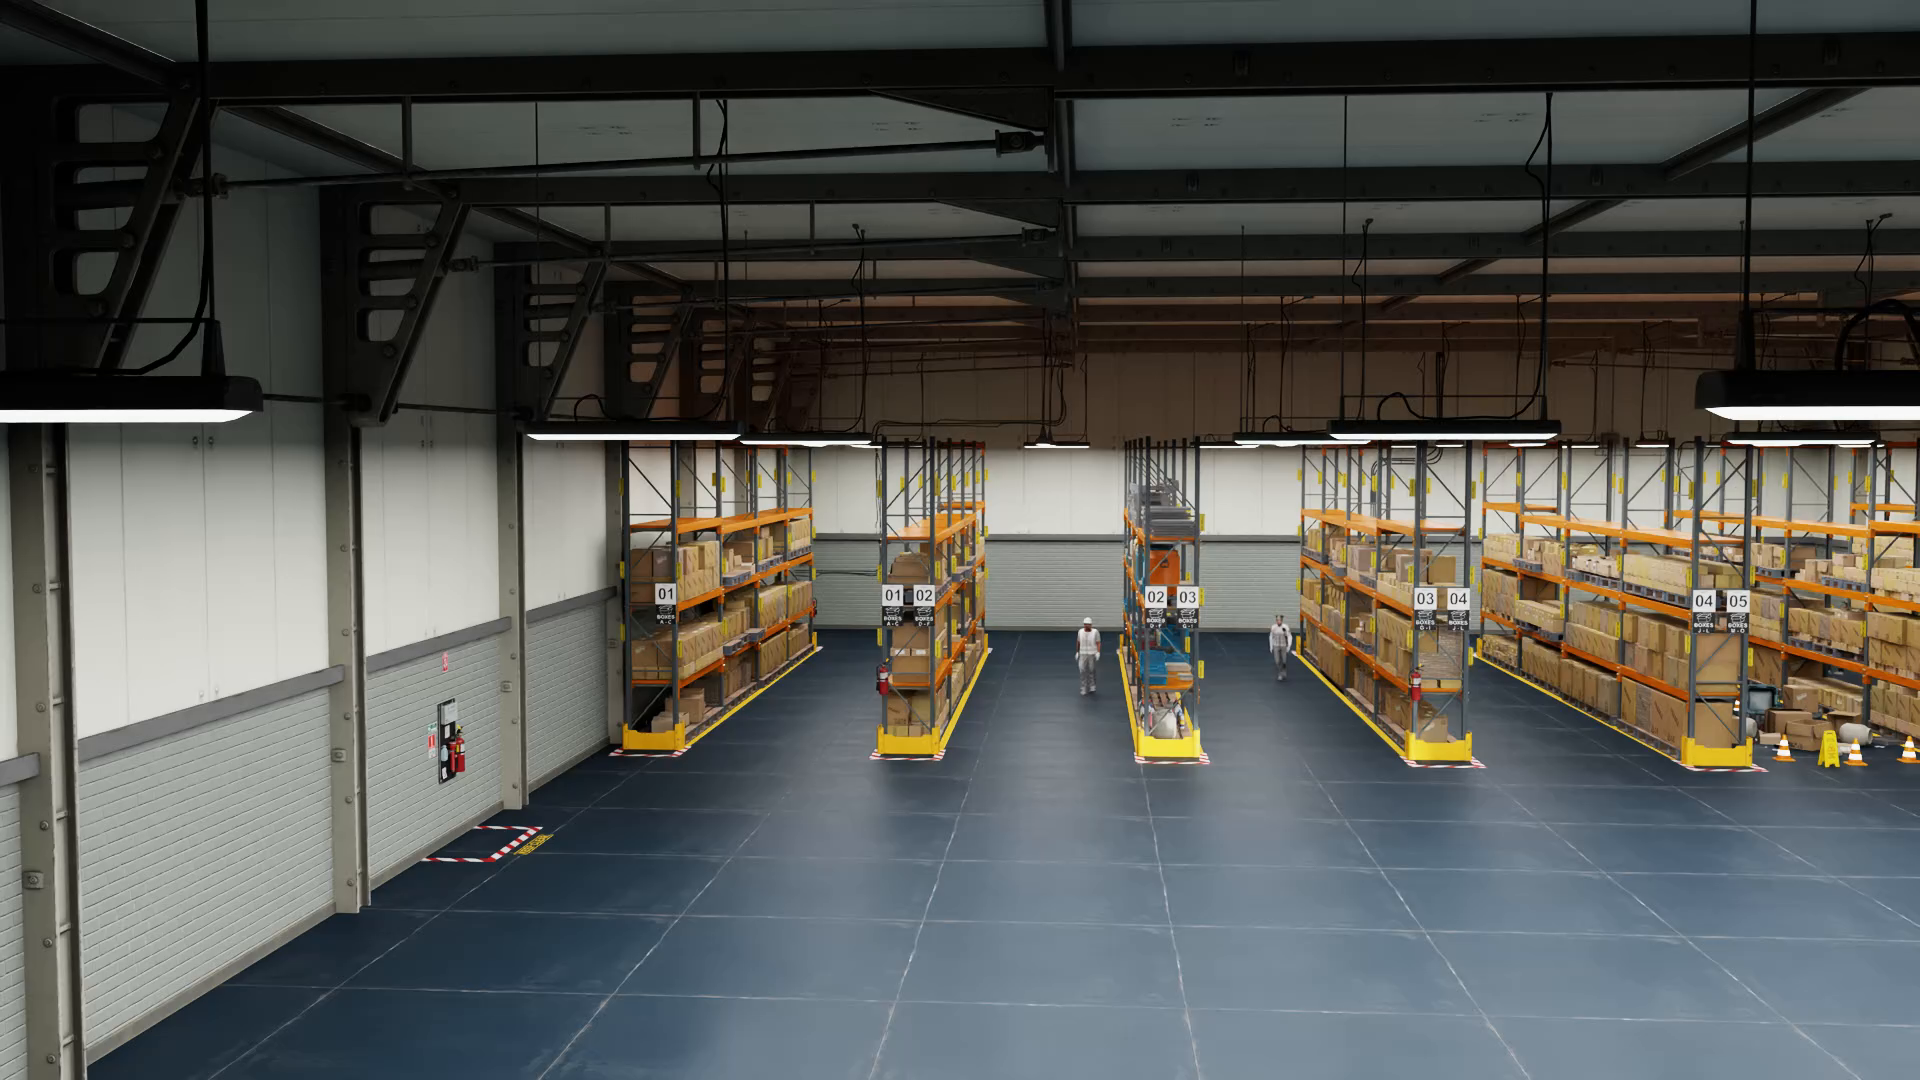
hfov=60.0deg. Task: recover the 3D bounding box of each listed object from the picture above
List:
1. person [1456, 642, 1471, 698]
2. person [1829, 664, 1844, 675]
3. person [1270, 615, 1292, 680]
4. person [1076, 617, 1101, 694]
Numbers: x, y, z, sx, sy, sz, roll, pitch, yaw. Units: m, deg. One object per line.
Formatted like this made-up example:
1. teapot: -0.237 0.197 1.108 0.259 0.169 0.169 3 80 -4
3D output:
1. person: 11.594 2.851 38.462 0.456 1.585 0.945 0 3 6
2. person: 22.377 2.677 42.512 0.409 1.599 0.639 -1 3 -16
3. person: 8.059 2.673 41.729 0.550 1.655 0.582 1 3 18
4. person: 3.030 2.740 39.368 0.631 1.821 0.594 1 3 20
